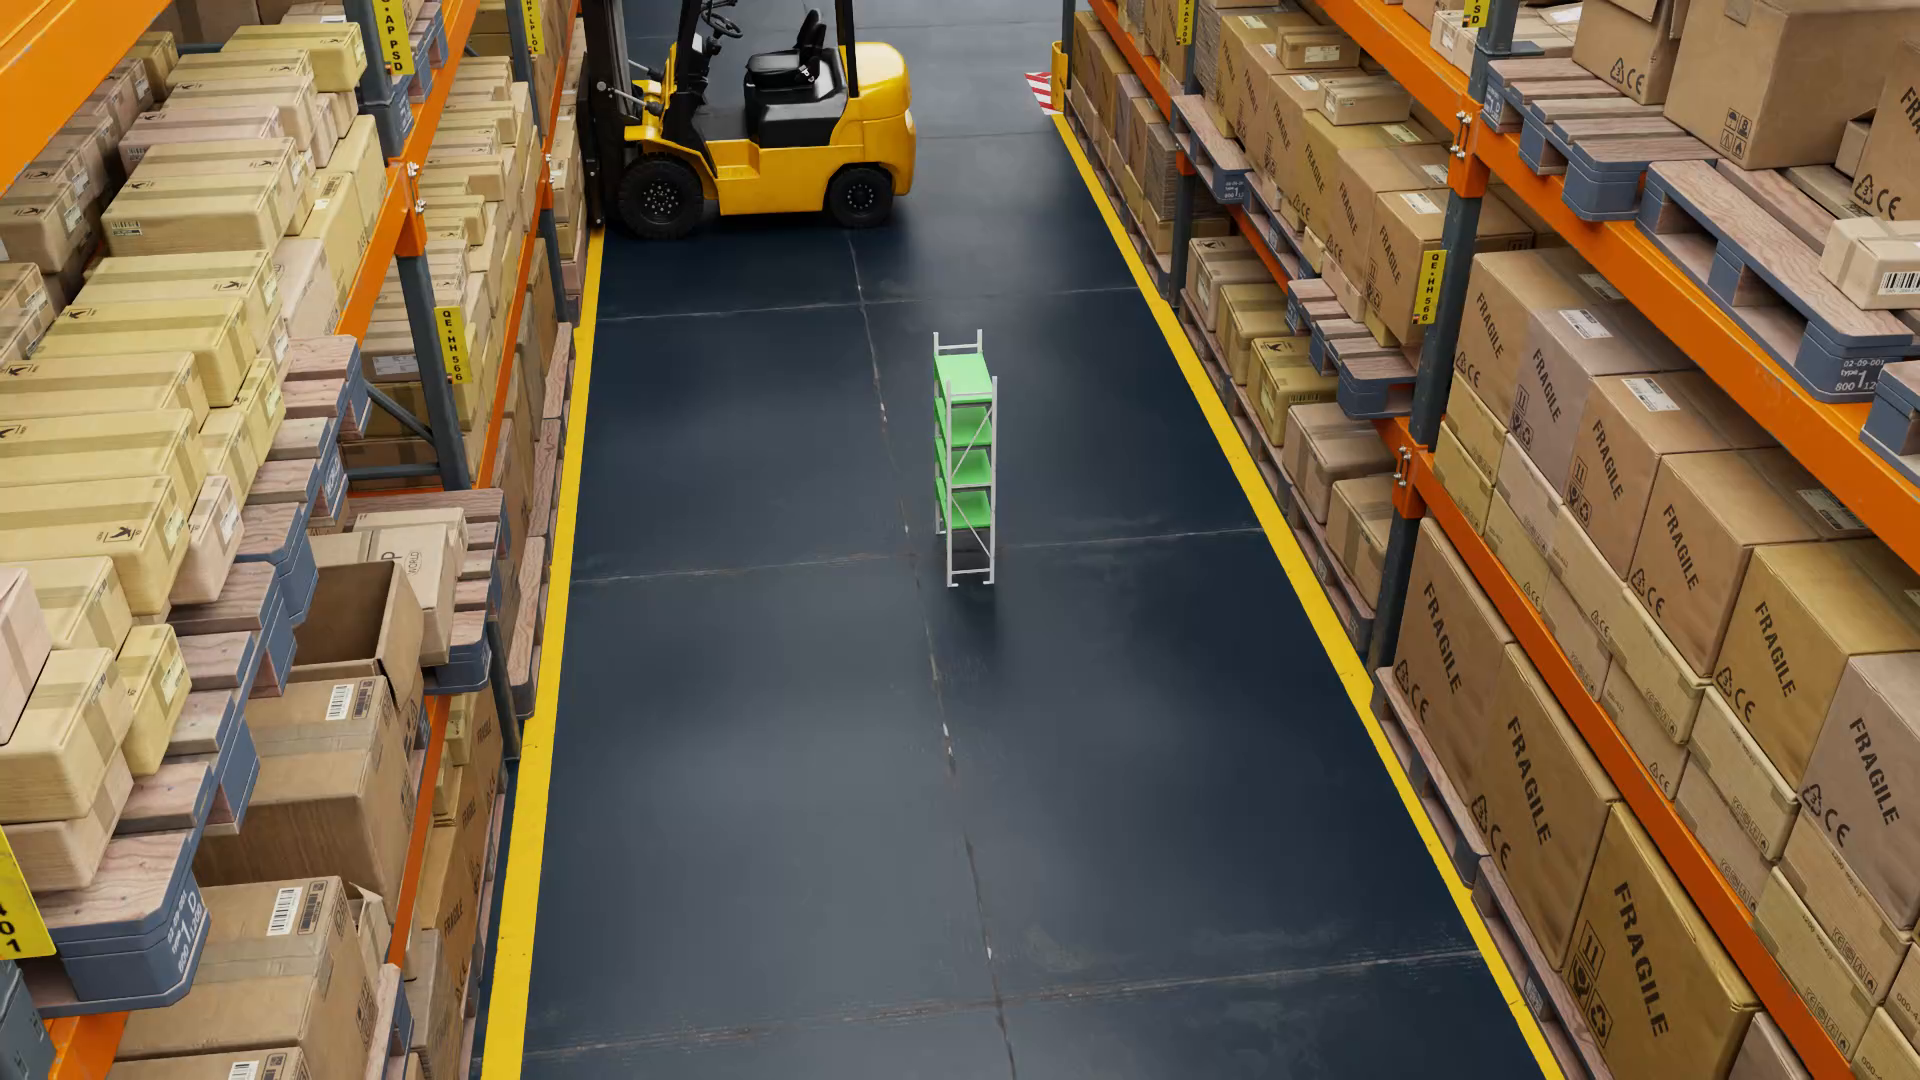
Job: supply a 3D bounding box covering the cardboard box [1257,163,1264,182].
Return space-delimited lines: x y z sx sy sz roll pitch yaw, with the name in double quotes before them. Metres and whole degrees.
"cardboard box" 1.835 -2.019 9.027 0.380 0.149 0.250 -4 34 -6

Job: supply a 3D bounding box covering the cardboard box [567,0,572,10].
"cardboard box" -3.159 -4.209 12.302 0.500 0.500 0.500 -3 34 -5

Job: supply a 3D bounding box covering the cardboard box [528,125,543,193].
"cardboard box" -2.681 -2.157 9.513 0.500 0.250 0.500 -4 34 -5

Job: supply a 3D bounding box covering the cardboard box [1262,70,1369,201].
"cardboard box" 1.890 -2.071 8.528 0.500 0.500 0.500 -6 35 -8

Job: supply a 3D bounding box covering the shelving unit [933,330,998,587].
"shelving unit" 0.022 -0.403 8.405 0.258 1.200 0.503 -4 35 -6

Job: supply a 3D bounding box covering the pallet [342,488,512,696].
"pallet" -2.309 0.204 6.086 1.213 0.211 1.003 -4 35 -6

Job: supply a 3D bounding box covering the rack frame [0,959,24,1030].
"rack frame" -1.932 -0.495 1.614 1.000 3.000 0.127 -4 35 -6

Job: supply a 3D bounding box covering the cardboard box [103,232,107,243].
"cardboard box" -2.097 -0.838 4.560 0.380 0.149 0.250 -4 34 -6

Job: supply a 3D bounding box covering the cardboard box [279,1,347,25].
"cardboard box" -2.216 -1.824 5.973 0.380 0.166 0.250 -4 35 -6

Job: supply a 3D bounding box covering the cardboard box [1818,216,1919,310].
"cardboard box" 2.583 -0.754 4.493 0.380 0.166 0.250 -2 34 -2

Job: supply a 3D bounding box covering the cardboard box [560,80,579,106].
"cardboard box" -2.962 -3.081 11.917 0.500 0.250 0.500 -5 35 -7

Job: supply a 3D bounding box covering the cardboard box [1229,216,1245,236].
"cardboard box" 2.098 -2.245 11.579 0.500 0.250 0.500 -6 35 -9

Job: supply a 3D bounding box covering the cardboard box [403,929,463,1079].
"cardboard box" -1.982 1.691 5.580 0.500 0.500 0.500 -6 35 -8

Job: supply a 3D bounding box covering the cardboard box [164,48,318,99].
"cardboard box" -2.200 -1.389 5.105 0.380 0.149 0.250 -5 35 -8

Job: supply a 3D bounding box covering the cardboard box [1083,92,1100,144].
"cardboard box" 1.268 -3.371 13.231 0.500 0.250 0.500 -3 34 -5

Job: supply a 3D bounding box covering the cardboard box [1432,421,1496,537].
"cardboard box" 2.265 -0.272 6.748 0.500 0.250 0.500 -5 35 -7

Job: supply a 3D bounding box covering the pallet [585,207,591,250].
"pallet" -3.241 -2.457 12.297 1.003 0.211 1.213 -4 35 -6

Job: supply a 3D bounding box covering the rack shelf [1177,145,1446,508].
"rack shelf" 2.179 -1.445 8.974 1.077 0.370 4.000 -4 35 -6

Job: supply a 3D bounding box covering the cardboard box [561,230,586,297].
"cardboard box" -2.745 -1.813 10.944 0.500 0.250 0.500 -4 34 -6

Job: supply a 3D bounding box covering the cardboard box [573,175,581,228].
"cardboard box" -2.837 -2.298 11.213 0.500 0.250 0.500 -5 35 -7

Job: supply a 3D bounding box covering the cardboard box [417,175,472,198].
"cardboard box" -2.536 -1.615 7.920 0.380 0.149 0.250 -4 35 -6

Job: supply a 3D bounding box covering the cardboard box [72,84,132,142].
"cardboard box" -2.655 -1.206 4.836 0.380 0.149 0.250 -5 35 -7

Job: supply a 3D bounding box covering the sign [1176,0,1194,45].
"sign" 1.373 -3.171 10.099 0.100 0.325 0.005 -4 35 -6

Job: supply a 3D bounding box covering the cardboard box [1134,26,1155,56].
"cardboard box" 1.425 -3.478 11.541 0.380 0.149 0.250 -5 35 -7

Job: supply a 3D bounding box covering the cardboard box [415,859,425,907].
"cardboard box" -2.069 1.190 5.740 0.380 0.149 0.250 -5 35 -7

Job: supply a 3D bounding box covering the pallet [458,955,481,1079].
"pallet" -2.246 2.003 5.752 1.003 0.211 1.213 -4 35 -6

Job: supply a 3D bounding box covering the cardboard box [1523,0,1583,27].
"cardboard box" 2.540 -2.141 6.813 0.396 0.266 0.258 -4 35 -6

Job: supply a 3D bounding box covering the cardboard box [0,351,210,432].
"cardboard box" -1.789 -0.258 3.427 0.380 0.149 0.250 -4 34 -6

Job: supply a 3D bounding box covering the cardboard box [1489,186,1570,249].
"cardboard box" 2.617 -1.233 7.298 0.500 0.500 0.500 -5 35 -8

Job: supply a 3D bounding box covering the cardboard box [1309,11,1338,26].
"cardboard box" 2.268 -2.679 9.421 0.500 0.500 0.500 -4 34 -6

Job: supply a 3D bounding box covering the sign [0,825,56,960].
"sign" -1.395 0.485 2.380 0.100 0.325 0.005 -4 35 -6

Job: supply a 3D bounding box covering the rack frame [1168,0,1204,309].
"rack frame" 1.910 -2.858 10.409 1.000 3.000 0.127 -4 35 -6

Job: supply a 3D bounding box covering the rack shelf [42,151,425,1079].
"rack shelf" -2.201 -0.074 4.299 1.077 0.370 4.000 -4 35 -6

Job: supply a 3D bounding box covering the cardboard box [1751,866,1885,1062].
"cardboard box" 2.608 1.152 4.657 0.500 0.250 0.500 -5 35 -7

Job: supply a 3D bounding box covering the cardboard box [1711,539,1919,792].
"cardboard box" 2.551 0.349 4.727 0.500 0.500 0.500 -3 34 -5

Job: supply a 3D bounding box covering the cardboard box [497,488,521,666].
"cardboard box" -2.540 0.210 7.642 0.875 0.625 0.625 -3 34 -5

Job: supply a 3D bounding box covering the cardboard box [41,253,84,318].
"cardboard box" -2.515 -0.657 4.294 0.380 0.149 0.250 -5 35 -7

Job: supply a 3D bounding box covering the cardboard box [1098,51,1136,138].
"cardboard box" 1.344 -3.381 12.580 0.500 0.500 0.500 -4 34 -5

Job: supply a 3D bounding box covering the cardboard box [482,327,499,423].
"cardboard box" -2.350 -0.733 7.424 0.500 0.250 0.500 -5 35 -7

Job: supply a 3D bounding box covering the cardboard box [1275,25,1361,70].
"cardboard box" 1.871 -2.577 8.694 0.380 0.149 0.250 -3 34 -4

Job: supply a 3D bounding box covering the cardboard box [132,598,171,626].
"cardboard box" -1.710 0.155 3.085 0.380 0.149 0.250 -4 34 -6

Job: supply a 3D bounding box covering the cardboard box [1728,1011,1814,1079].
"cardboard box" 2.823 1.970 4.837 0.875 0.875 0.875 -3 34 -5

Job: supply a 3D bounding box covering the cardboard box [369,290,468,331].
"cardboard box" -2.258 -0.907 6.881 0.380 0.149 0.250 -4 34 -5

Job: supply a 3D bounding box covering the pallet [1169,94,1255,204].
"pallet" 1.869 -2.342 9.821 1.003 0.211 1.213 -4 35 -6

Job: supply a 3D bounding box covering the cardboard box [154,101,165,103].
"cardboard box" -2.658 -1.369 5.339 0.380 0.149 0.250 -4 34 -6

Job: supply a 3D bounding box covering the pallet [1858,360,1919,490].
"pallet" 2.814 -0.062 3.813 0.805 0.209 1.217 -6 35 -8

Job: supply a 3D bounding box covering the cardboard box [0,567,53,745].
"cardboard box" -1.627 0.145 2.469 0.396 0.266 0.258 -5 35 -7

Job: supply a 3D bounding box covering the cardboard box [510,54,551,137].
"cardboard box" -2.809 -2.789 10.219 0.500 0.500 0.500 -5 35 -8

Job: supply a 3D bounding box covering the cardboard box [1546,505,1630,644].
"cardboard box" 2.395 0.098 5.760 0.500 0.250 0.500 -4 35 -7

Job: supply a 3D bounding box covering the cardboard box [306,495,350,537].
"cardboard box" -2.556 -0.164 5.994 0.500 0.500 0.500 -3 34 -4

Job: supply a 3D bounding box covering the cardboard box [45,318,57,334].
"cardboard box" -2.302 -0.389 3.884 0.380 0.149 0.250 -4 34 -6

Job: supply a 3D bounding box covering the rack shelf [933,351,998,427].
"rack shelf" 0.022 -0.747 8.171 0.258 0.148 0.480 -4 35 -6

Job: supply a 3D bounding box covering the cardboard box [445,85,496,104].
"cardboard box" -2.709 -2.333 8.973 0.380 0.149 0.250 -4 35 -6

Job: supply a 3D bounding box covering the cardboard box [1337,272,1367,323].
"cardboard box" 1.985 -1.142 7.742 0.380 0.149 0.250 -5 35 -7

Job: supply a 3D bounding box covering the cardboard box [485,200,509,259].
"cardboard box" -2.500 -1.515 8.127 0.500 0.250 0.500 -4 34 -6

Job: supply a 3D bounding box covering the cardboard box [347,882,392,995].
"cardboard box" -1.739 1.062 4.404 0.396 0.266 0.258 -3 34 -4

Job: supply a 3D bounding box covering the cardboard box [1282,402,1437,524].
"cardboard box" 2.275 -0.441 8.823 0.950 0.372 0.625 -5 35 -7
